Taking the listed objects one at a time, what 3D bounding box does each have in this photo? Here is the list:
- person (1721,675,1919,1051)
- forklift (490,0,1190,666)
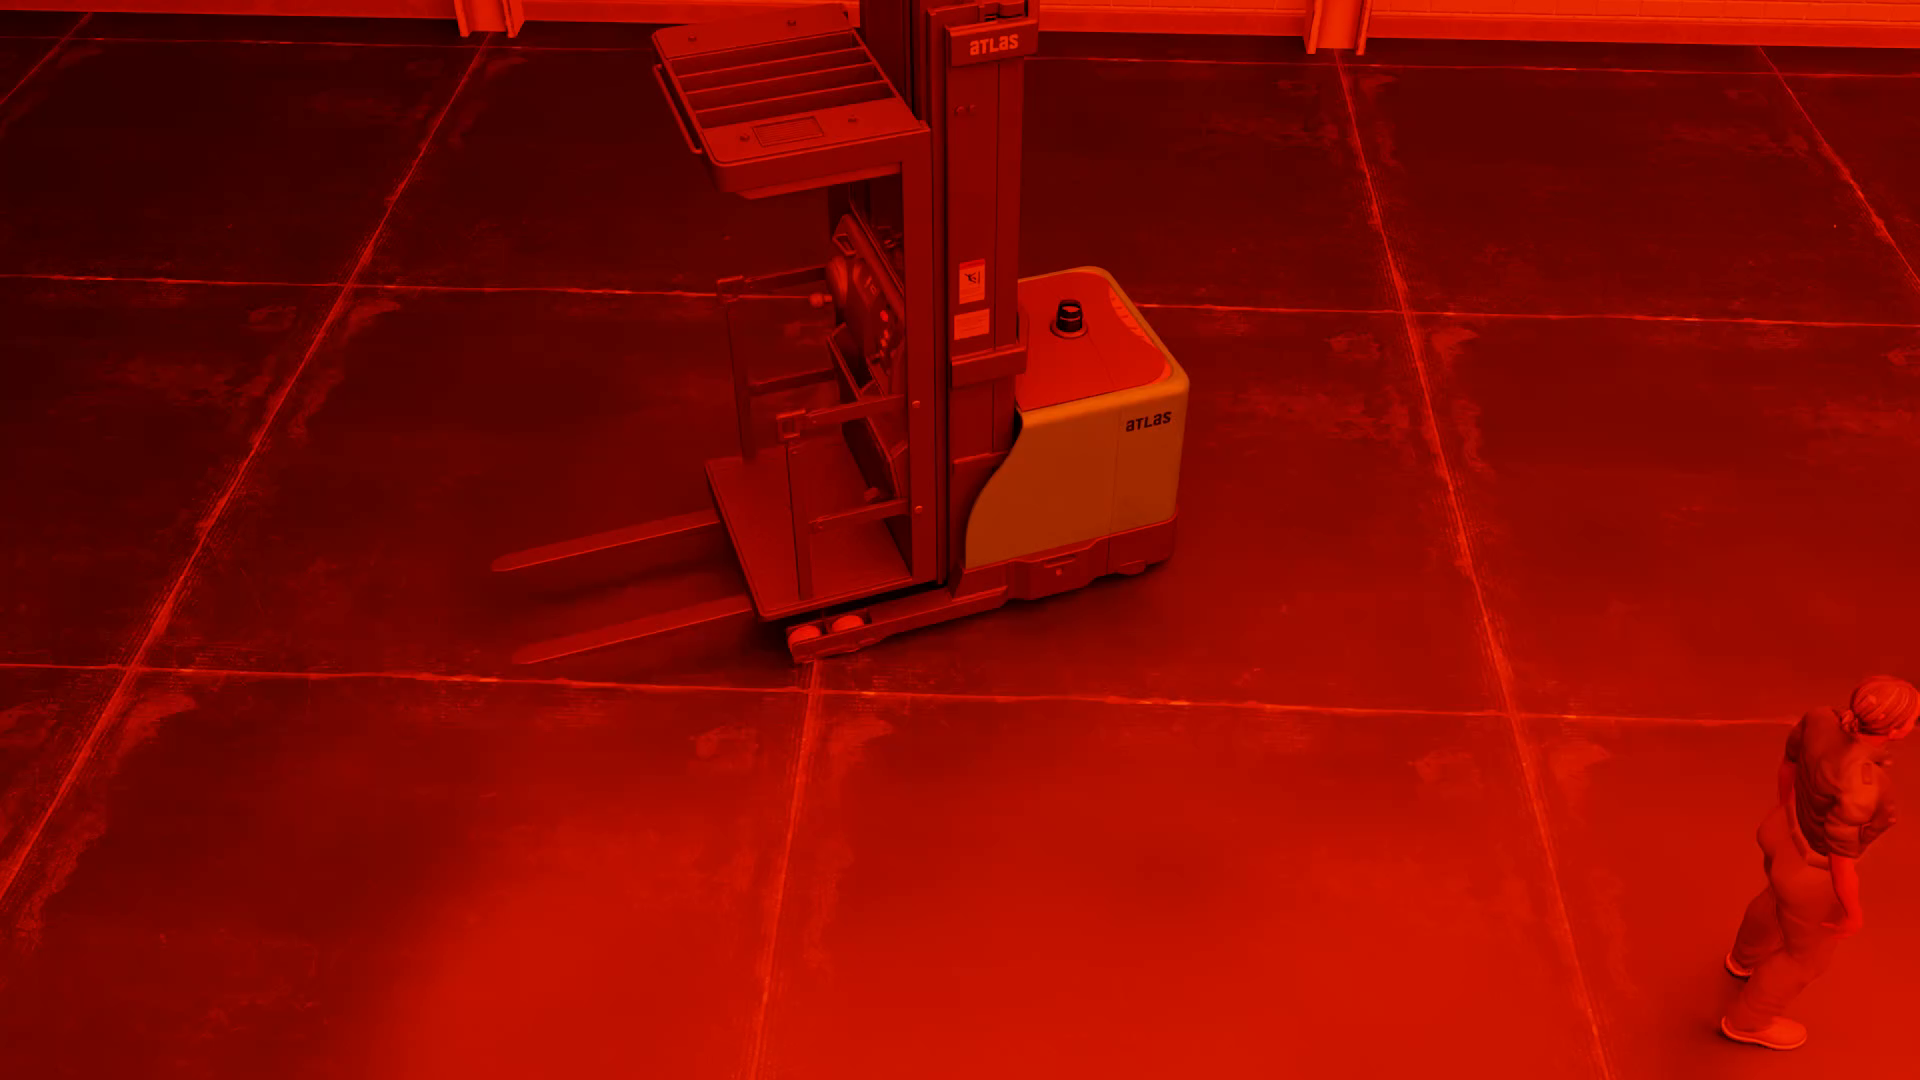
[{"bbox_3d":[2.893,1.074,5.538,0.439,1.681,0.531,3,42,3],"label":"person"},{"bbox_3d":[-0.573,-0.945,6.778,3.031,2.935,1.130,-13,44,-14],"label":"forklift"}]
